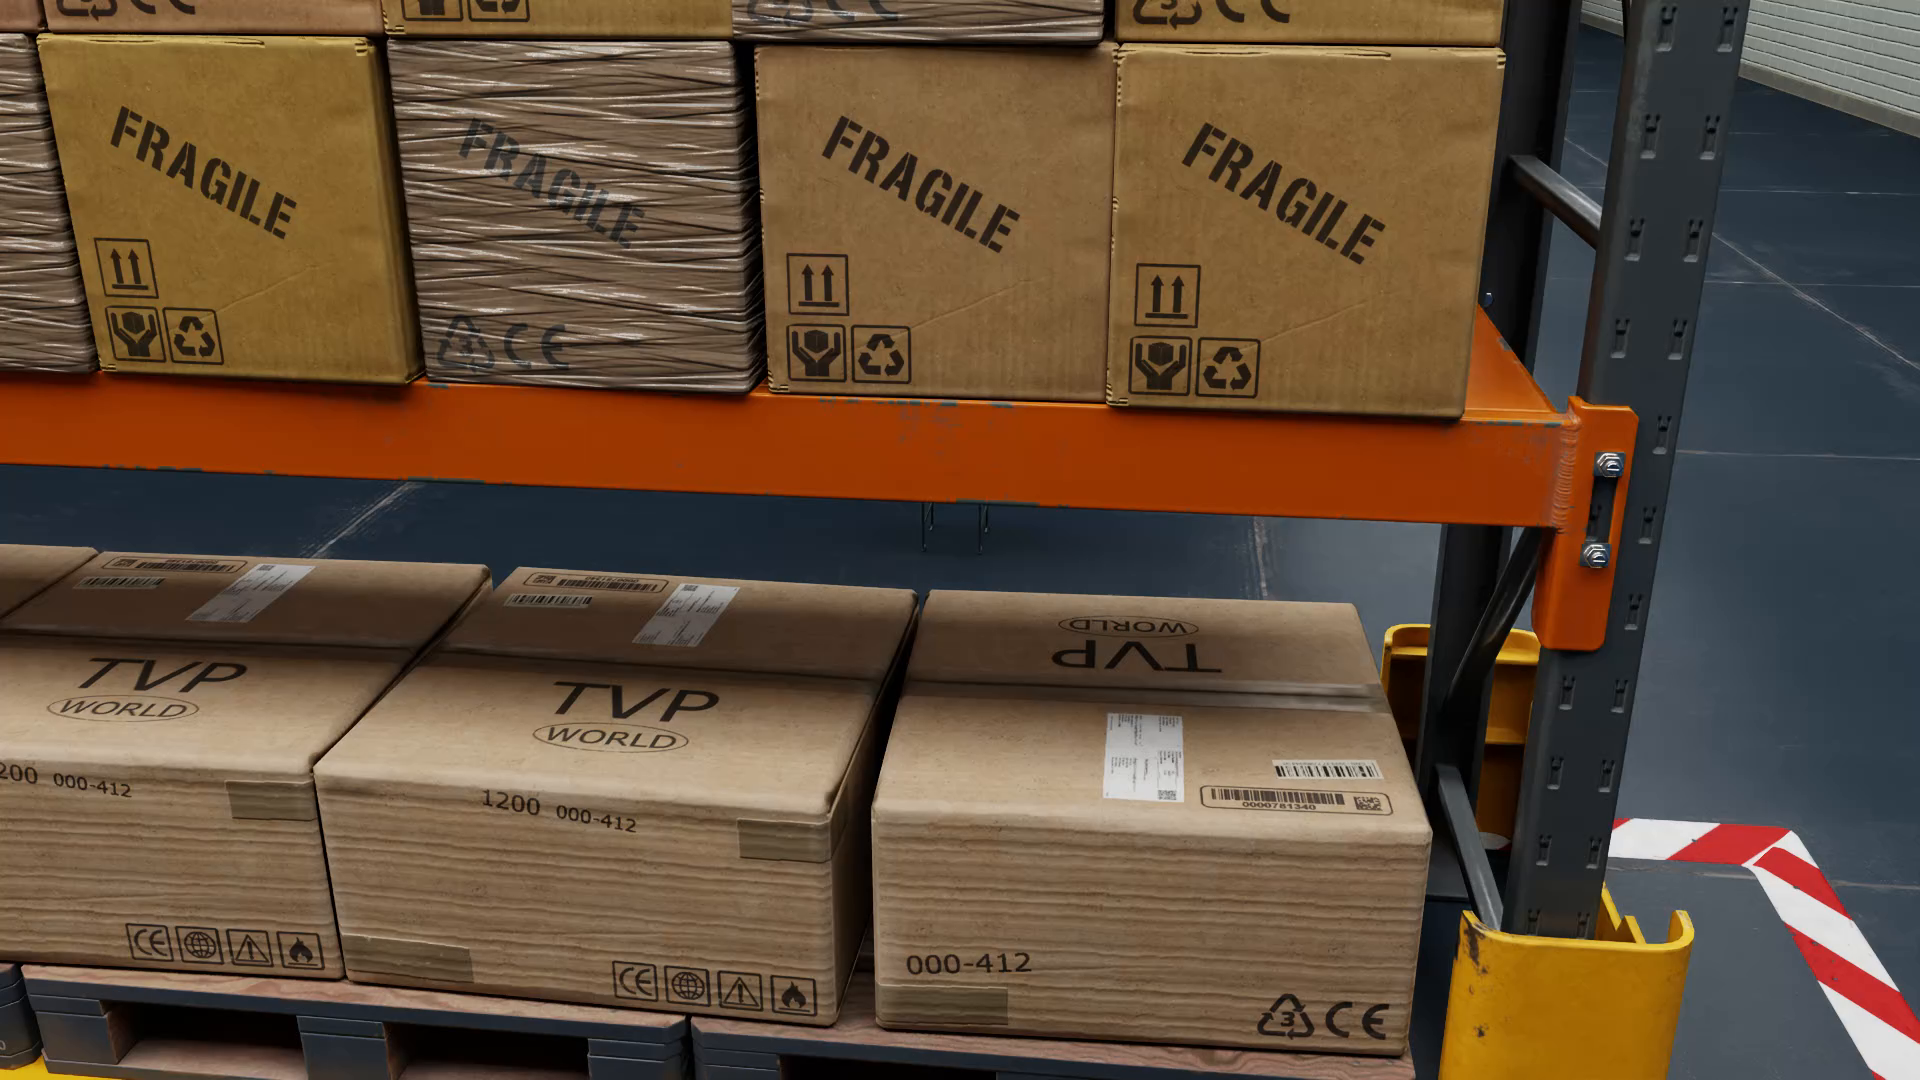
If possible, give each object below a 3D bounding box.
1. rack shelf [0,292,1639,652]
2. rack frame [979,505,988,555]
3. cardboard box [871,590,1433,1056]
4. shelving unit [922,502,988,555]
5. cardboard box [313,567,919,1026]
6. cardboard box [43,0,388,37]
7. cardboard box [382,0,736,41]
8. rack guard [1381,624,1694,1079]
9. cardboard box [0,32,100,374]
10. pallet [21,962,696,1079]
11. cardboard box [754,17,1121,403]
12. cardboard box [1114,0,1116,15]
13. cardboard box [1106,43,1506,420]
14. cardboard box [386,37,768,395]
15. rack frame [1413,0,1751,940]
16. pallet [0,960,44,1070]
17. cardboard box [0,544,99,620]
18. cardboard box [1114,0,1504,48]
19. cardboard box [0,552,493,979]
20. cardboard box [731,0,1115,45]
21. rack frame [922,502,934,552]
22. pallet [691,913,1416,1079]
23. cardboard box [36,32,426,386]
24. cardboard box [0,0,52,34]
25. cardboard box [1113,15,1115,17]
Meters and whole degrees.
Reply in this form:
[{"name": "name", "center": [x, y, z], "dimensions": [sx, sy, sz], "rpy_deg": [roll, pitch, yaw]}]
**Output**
[{"name": "rack shelf", "center": [-0.988, -0.282, 3.051], "dimensions": [4.000, 0.370, 1.077], "rpy_deg": [2, 22, 6]}, {"name": "rack frame", "center": [0.076, -0.555, 5.211], "dimensions": [0.006, 1.200, 0.240], "rpy_deg": [2, 22, 6]}, {"name": "cardboard box", "center": [0.331, 0.474, 3.074], "dimensions": [0.875, 0.438, 0.875], "rpy_deg": [2, 22, 4]}, {"name": "shelving unit", "center": [-0.014, -0.559, 5.221], "dimensions": [0.189, 1.200, 0.258], "rpy_deg": [2, 22, 6]}, {"name": "cardboard box", "center": [-0.579, 0.438, 3.166], "dimensions": [0.875, 0.438, 0.875], "rpy_deg": [3, 22, 8]}, {"name": "cardboard box", "center": [-1.021, -1.032, 2.475], "dimensions": [0.500, 0.500, 0.500], "rpy_deg": [2, 22, 6]}, {"name": "cardboard box", "center": [-0.522, -1.010, 2.418], "dimensions": [0.500, 0.500, 0.500], "rpy_deg": [2, 22, 6]}, {"name": "rack guard", "center": [1.022, 0.634, 3.157], "dimensions": [0.348, 0.500, 1.175], "rpy_deg": [2, 22, 6]}, {"name": "cardboard box", "center": [-1.547, -0.586, 2.707], "dimensions": [0.500, 0.500, 0.500], "rpy_deg": [3, 22, 7]}, {"name": "pallet", "center": [-1.014, 0.707, 3.364], "dimensions": [1.213, 0.211, 1.003], "rpy_deg": [2, 22, 6]}, {"name": "cardboard box", "center": [-0.009, -0.528, 2.559], "dimensions": [0.500, 0.500, 0.500], "rpy_deg": [2, 22, 5]}, {"name": "cardboard box", "center": [0.041, -1.186, 2.864], "dimensions": [0.500, 0.500, 0.500], "rpy_deg": [2, 22, 5]}, {"name": "cardboard box", "center": [0.488, -0.501, 2.490], "dimensions": [0.500, 0.500, 0.500], "rpy_deg": [3, 22, 7]}, {"name": "cardboard box", "center": [-0.521, -0.546, 2.606], "dimensions": [0.500, 0.500, 0.500], "rpy_deg": [3, 22, 8]}, {"name": "rack frame", "center": [0.998, -0.530, 2.700], "dimensions": [0.127, 3.000, 1.000], "rpy_deg": [2, 22, 6]}, {"name": "pallet", "center": [-2.229, 0.655, 3.495], "dimensions": [1.213, 0.211, 1.003], "rpy_deg": [2, 22, 6]}, {"name": "cardboard box", "center": [-2.364, 0.360, 3.364], "dimensions": [0.875, 0.438, 0.875], "rpy_deg": [2, 22, 6]}, {"name": "cardboard box", "center": [0.491, -0.975, 2.331], "dimensions": [0.500, 0.500, 0.500], "rpy_deg": [3, 22, 8]}, {"name": "cardboard box", "center": [-1.474, 0.398, 3.267], "dimensions": [0.875, 0.438, 0.875], "rpy_deg": [2, 22, 5]}, {"name": "cardboard box", "center": [-0.031, -0.987, 2.361], "dimensions": [0.500, 0.500, 0.500], "rpy_deg": [3, 22, 6]}, {"name": "rack frame", "center": [-0.105, -0.563, 5.231], "dimensions": [0.006, 1.200, 0.240], "rpy_deg": [2, 22, 6]}, {"name": "pallet", "center": [0.195, 0.761, 3.228], "dimensions": [1.213, 0.211, 1.003], "rpy_deg": [2, 22, 6]}, {"name": "cardboard box", "center": [-1.035, -0.564, 2.651], "dimensions": [0.500, 0.500, 0.500], "rpy_deg": [3, 22, 8]}, {"name": "cardboard box", "center": [-1.522, -1.055, 2.532], "dimensions": [0.500, 0.500, 0.500], "rpy_deg": [3, 22, 7]}, {"name": "cardboard box", "center": [0.049, -0.714, 3.029], "dimensions": [0.500, 0.500, 0.500], "rpy_deg": [2, 22, 6]}]
